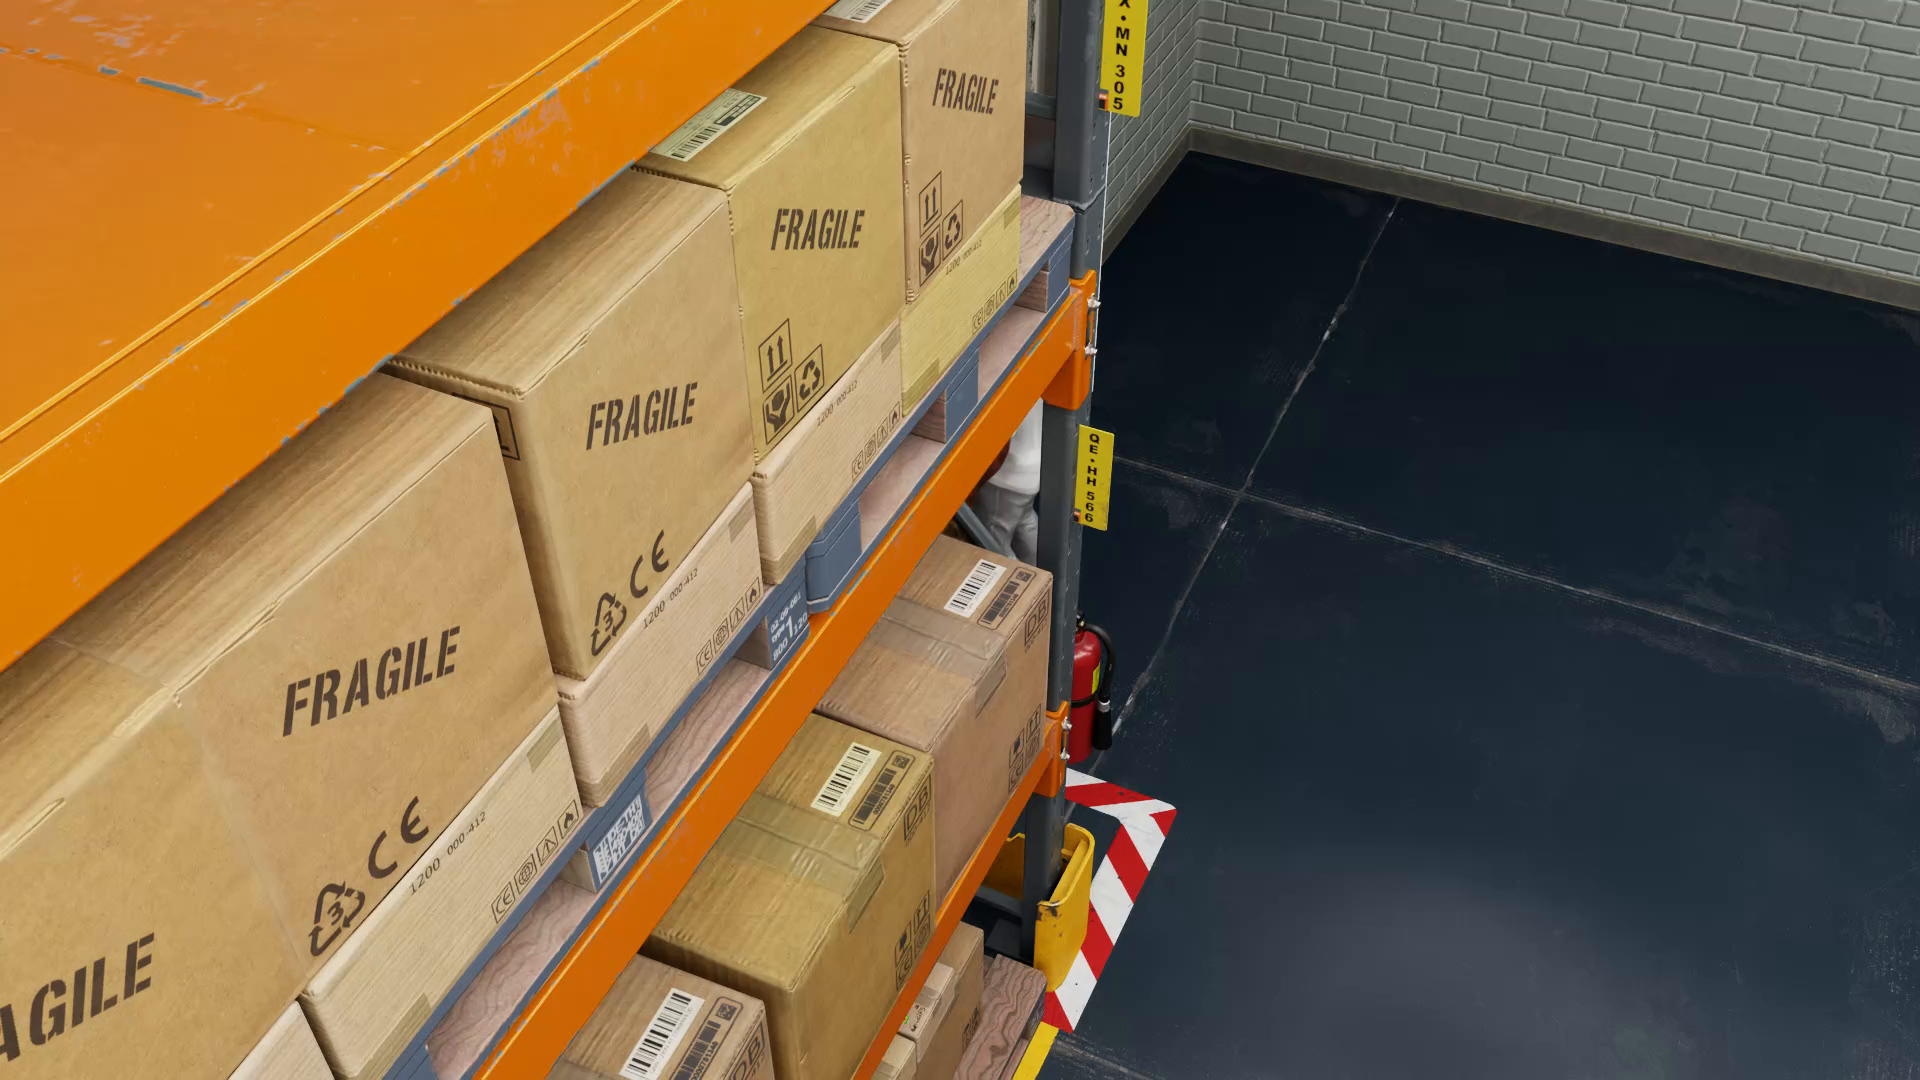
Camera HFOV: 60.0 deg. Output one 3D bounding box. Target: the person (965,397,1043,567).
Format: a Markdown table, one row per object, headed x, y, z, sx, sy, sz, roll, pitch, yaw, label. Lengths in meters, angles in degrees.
| x | y | z | sx | sy | sz | roll | pitch | yaw | label |
| --- | --- | --- | --- | --- | --- | --- | --- | --- | --- |
| 0.194 | -0.330 | 6.513 | 0.435 | 1.764 | 0.594 | 16 | 44 | 17 | person |
